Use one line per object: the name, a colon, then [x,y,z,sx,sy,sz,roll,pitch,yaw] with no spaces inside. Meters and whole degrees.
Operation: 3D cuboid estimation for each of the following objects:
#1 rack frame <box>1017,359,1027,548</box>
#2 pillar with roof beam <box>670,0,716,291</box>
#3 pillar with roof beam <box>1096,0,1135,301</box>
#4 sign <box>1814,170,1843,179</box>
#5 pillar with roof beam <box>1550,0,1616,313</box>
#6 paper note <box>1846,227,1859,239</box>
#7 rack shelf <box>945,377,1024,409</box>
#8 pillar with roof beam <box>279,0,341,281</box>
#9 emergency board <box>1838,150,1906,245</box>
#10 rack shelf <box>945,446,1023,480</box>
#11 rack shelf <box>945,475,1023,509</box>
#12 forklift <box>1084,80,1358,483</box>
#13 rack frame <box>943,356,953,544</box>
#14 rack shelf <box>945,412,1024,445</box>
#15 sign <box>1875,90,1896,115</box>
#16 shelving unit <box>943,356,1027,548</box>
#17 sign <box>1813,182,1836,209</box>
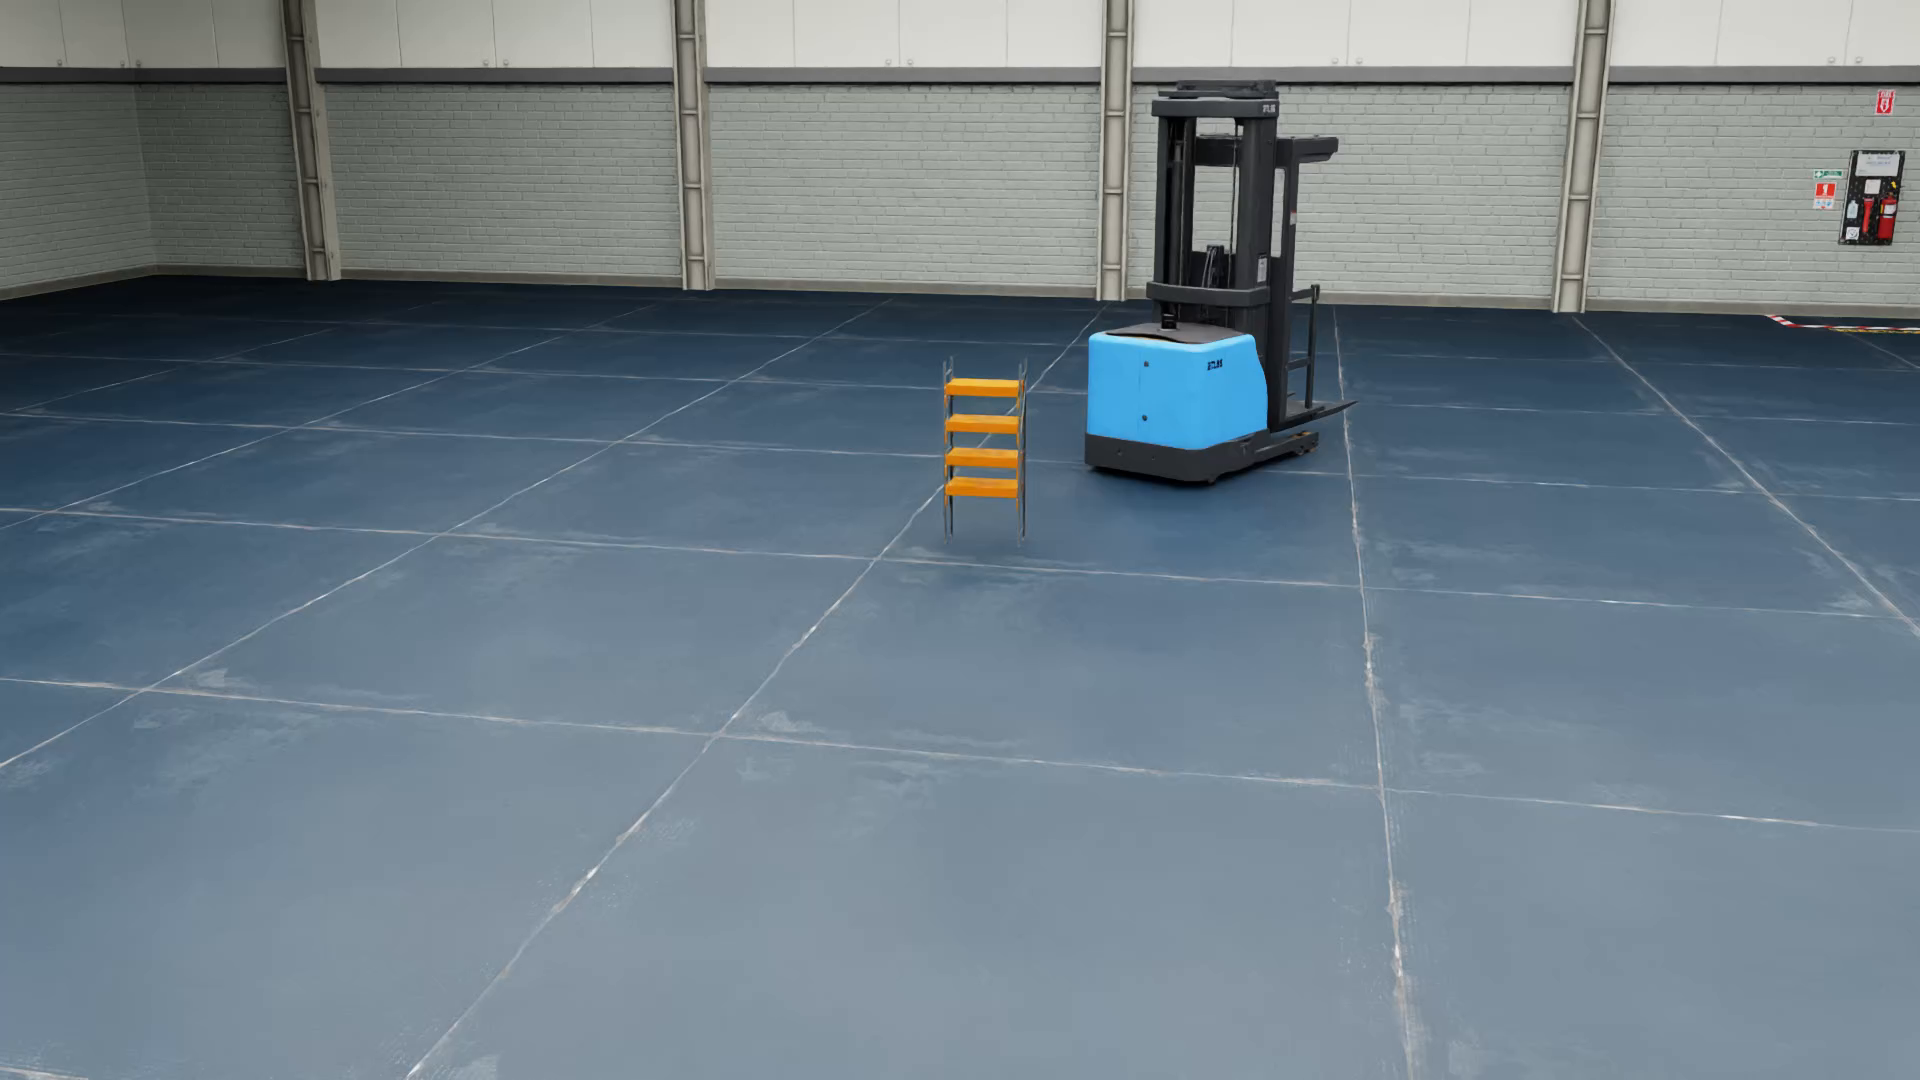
rack frame: [0.401,-0.556,10.753,0.015,1.200,0.240,3,16,11]
pillar with roof beam: [-4.641,-6.855,18.882,0.400,9.000,9.100,3,16,11]
pillar with roof beam: [1.239,-6.536,17.730,0.400,9.000,9.100,3,16,11]
sign: [10.924,-4.600,20.921,0.331,0.109,0.001,3,16,11]
pillar with roof beam: [7.119,-6.217,16.578,0.400,9.000,9.100,3,16,11]
paper note: [11.283,-3.877,21.019,0.142,0.148,0.016,3,16,11]
rack shelf: [0.162,-0.948,10.695,0.480,0.148,0.258,3,16,11]
pillar with roof beam: [-10.520,-7.174,20.035,0.400,9.000,9.100,3,16,11]
emergency board: [11.442,-4.274,20.803,0.643,1.169,0.194,3,16,11]
rack shelf: [0.162,-0.505,10.818,0.480,0.148,0.258,3,16,11]
rack shelf: [0.162,-0.313,10.871,0.480,0.148,0.258,3,16,11]
forklift: [2.281,-2.166,13.322,1.130,2.935,3.031,12,20,37]
rack frame: [-0.077,-0.582,10.847,0.015,1.200,0.240,3,16,11]
rack shelf: [0.162,-0.720,10.758,0.480,0.148,0.258,3,16,11]
sign: [11.454,-5.418,20.589,0.199,0.298,0.001,3,16,11]
shelving unit: [0.162,-0.569,10.800,0.503,1.200,0.258,3,16,11]
sign: [10.921,-4.348,21.001,0.234,0.329,0.001,3,16,11]
